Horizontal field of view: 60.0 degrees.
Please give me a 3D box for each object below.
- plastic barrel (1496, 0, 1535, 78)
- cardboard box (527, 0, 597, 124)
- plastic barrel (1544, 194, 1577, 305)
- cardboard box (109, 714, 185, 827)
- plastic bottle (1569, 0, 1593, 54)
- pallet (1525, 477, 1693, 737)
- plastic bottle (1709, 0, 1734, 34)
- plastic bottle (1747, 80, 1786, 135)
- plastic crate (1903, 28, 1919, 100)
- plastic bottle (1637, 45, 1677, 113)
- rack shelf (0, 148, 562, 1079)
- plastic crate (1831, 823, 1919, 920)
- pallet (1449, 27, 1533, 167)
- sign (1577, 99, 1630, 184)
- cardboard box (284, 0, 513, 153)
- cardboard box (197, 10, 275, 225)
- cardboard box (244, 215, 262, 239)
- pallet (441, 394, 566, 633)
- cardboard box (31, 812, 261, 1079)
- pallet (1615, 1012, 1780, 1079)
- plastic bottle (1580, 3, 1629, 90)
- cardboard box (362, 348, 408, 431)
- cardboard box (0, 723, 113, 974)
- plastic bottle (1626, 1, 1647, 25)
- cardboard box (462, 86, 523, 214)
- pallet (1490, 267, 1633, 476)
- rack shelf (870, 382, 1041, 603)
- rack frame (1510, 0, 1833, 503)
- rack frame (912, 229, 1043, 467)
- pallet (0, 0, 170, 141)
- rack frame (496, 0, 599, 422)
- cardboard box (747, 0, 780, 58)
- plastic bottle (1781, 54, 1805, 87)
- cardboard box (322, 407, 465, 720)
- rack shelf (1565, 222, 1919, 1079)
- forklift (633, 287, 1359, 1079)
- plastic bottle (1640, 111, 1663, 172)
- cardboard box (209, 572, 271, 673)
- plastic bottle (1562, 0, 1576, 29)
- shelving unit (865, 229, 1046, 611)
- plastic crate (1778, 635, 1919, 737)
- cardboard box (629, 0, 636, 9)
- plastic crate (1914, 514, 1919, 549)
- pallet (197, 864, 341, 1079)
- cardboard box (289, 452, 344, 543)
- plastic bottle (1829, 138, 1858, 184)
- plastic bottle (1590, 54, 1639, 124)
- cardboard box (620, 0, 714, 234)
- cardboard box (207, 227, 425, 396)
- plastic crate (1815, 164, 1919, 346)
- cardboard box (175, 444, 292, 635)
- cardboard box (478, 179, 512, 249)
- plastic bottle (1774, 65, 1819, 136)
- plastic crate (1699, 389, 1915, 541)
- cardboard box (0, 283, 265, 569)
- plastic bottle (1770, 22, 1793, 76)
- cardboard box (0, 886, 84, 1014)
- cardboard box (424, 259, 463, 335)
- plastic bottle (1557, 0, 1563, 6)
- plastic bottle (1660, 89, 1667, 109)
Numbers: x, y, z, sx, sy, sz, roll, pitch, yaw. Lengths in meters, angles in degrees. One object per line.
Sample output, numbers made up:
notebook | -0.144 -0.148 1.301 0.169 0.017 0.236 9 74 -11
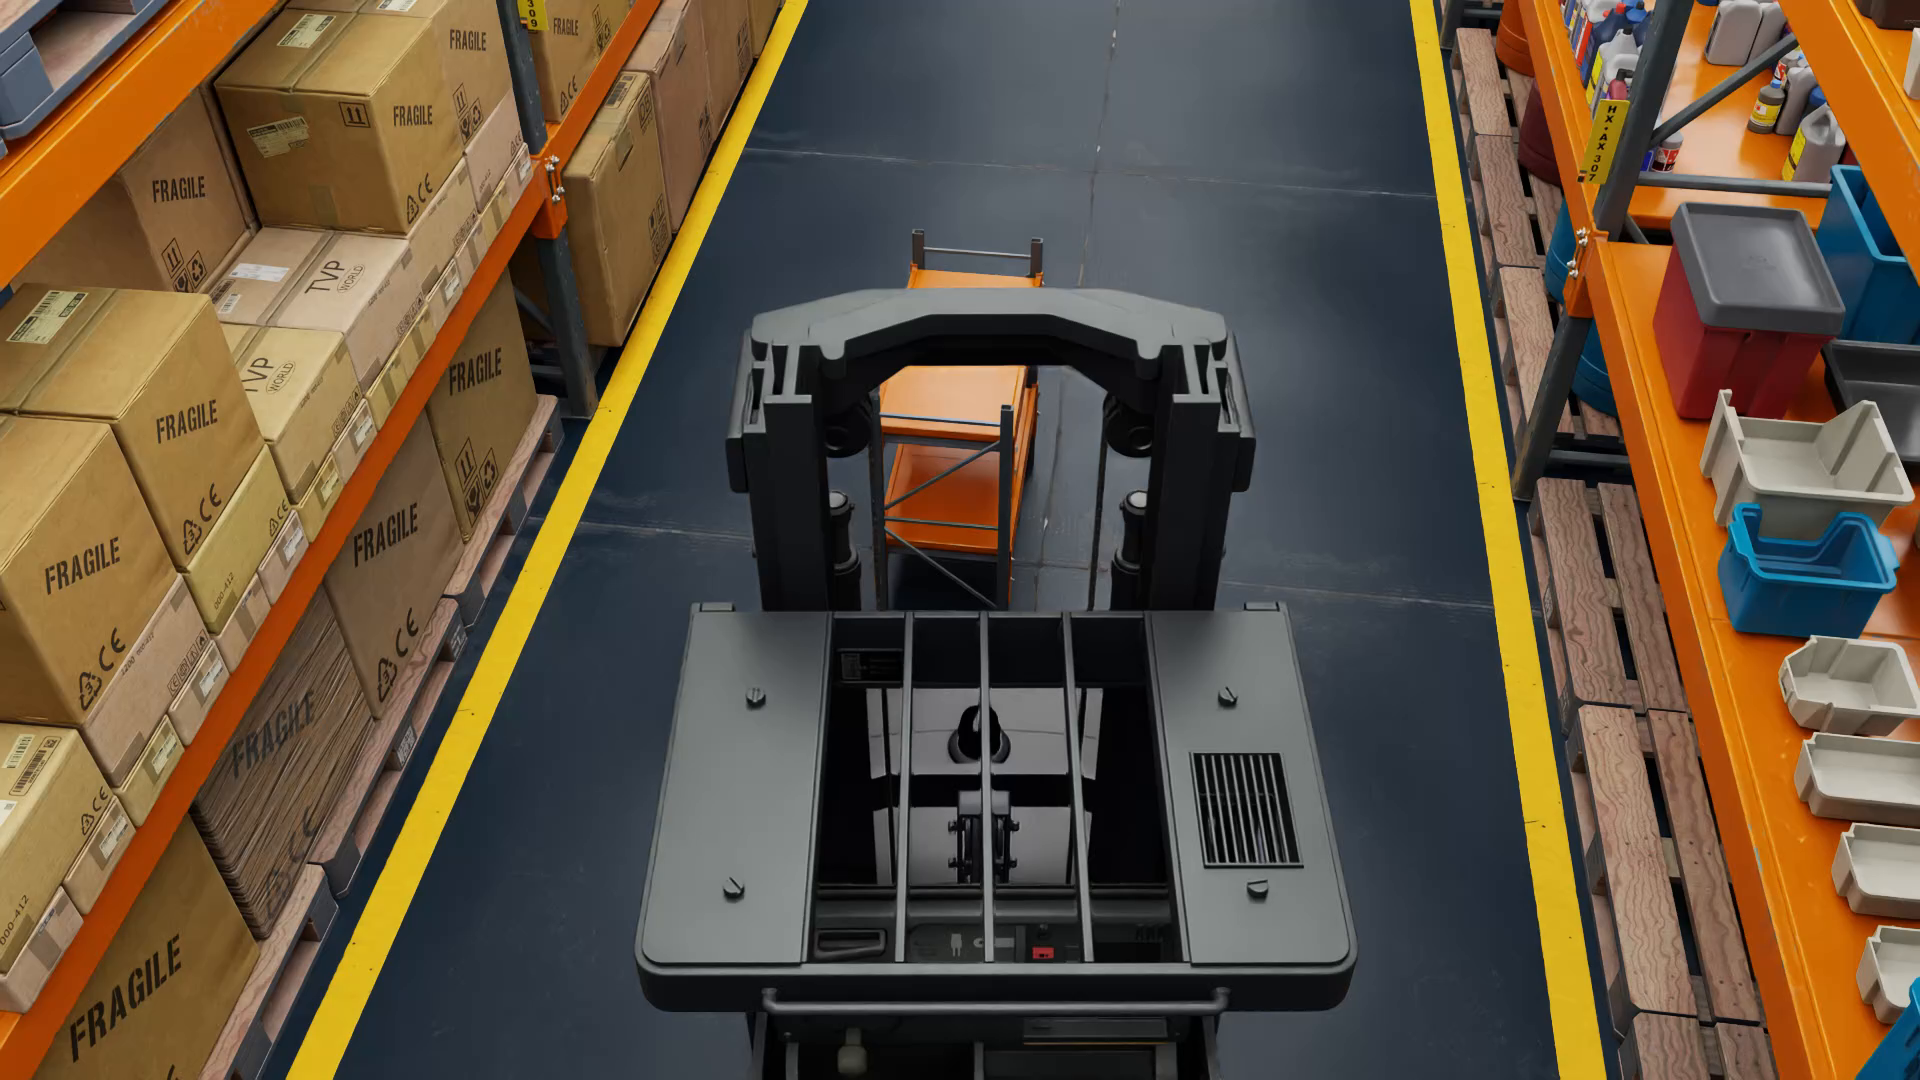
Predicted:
plastic barrel | 3.285 -3.001 9.011 0.600 0.830 0.708 5 44 6
cardboard box | -1.797 -2.023 6.632 0.500 0.500 0.500 5 44 6
plastic barrel | 2.986 -1.488 7.360 0.600 0.901 0.708 5 44 6
cardboard box | -2.194 0.560 4.159 0.380 0.149 0.250 4 44 5
plastic bottle | 2.668 -2.183 6.964 0.152 0.276 0.135 5 44 6
pallet | 2.745 0.272 6.309 1.003 0.211 1.213 5 44 6
plastic bottle | 3.270 -2.242 7.081 0.097 0.201 0.097 0 43 0
plastic bottle | 3.165 -1.702 6.511 0.097 0.201 0.097 0 43 0
plastic crate | 2.302 -0.944 3.575 0.437 0.136 0.530 5 44 6
plastic bottle | 2.744 -1.871 6.580 0.144 0.351 0.185 5 44 6
rack shelf | -2.370 -0.071 5.167 1.077 0.370 4.000 5 44 6
plastic crate | 2.256 0.786 3.886 0.396 0.136 0.243 5 44 6
pallet | 3.270 -2.418 9.150 1.003 0.211 1.213 5 44 6
sign | 2.259 -1.397 5.843 0.100 0.325 0.005 5 44 6
cardboard box | -1.901 -1.684 5.694 0.500 0.500 0.500 6 44 7
cardboard box | -2.495 -1.383 5.377 0.500 0.500 0.500 5 44 6
cardboard box | -2.498 -1.114 5.638 0.500 0.250 0.500 5 44 5
pallet | -2.284 -0.172 6.778 1.003 0.211 1.213 5 44 6
cardboard box | -2.629 1.206 4.535 0.875 0.875 0.875 5 44 6
pallet | 2.422 1.935 4.553 1.003 0.211 1.213 5 44 6
plastic bottle | 2.625 -2.010 6.727 0.144 0.351 0.185 5 44 6
cardboard box | -1.991 -0.491 5.270 0.380 0.149 0.250 5 44 5
cardboard box | -2.303 0.674 3.749 0.500 0.250 0.500 4 44 4
plastic bottle | 2.777 -2.091 6.870 0.097 0.271 0.097 0 43 0
cardboard box | -1.904 -1.424 5.965 0.500 0.250 0.500 4 44 5
pallet | 2.947 -0.755 7.394 1.003 0.211 1.213 5 44 6
rack shelf | -0.001 -0.226 6.527 0.538 0.278 1.000 5 44 6
rack frame | 2.804 -1.245 5.884 1.000 3.000 0.127 5 44 6
rack frame | 0.066 -0.750 6.724 0.500 1.125 0.032 5 44 6
pallet | -2.388 -1.367 3.895 1.003 0.211 1.213 5 44 6
rack frame | -2.106 -1.696 6.359 1.000 3.000 0.127 5 44 6
cardboard box | -1.689 -3.334 9.330 1.225 0.875 0.875 3 44 4
plastic bottle | 3.346 -1.846 6.663 0.097 0.201 0.097 0 43 0
cardboard box | -2.391 -0.021 5.830 0.875 0.875 0.875 5 44 6
rack shelf | 2.539 0.379 4.692 1.077 0.370 4.000 5 44 6
forklift | 0.054 1.067 3.491 1.130 2.935 3.031 0 43 0
plastic bottle | 2.535 -1.498 6.241 0.152 0.276 0.135 5 44 6
cardboard box | -2.127 0.209 4.530 0.380 0.149 0.250 4 44 5
plastic bottle | 2.699 -2.341 7.131 0.152 0.276 0.135 5 44 6
shelving unit | -0.001 -0.404 6.358 0.538 1.125 1.048 5 44 6
plastic crate | 2.289 0.391 4.304 0.298 0.136 0.250 5 44 6
cardboard box | -1.665 -2.706 7.354 0.500 0.500 0.500 4 44 5
plastic crate | 2.872 0.043 4.671 0.293 0.136 0.466 5 44 6
pallet | -2.606 1.491 5.022 1.003 0.211 1.213 5 44 6
cardboard box | -2.058 -0.139 4.898 0.380 0.149 0.250 4 44 4
plastic bottle | 3.275 -1.414 6.147 0.061 0.283 0.133 5 44 6
plastic bottle | 2.584 -1.747 6.504 0.152 0.276 0.135 5 44 6
cardboard box | -1.924 -2.124 8.051 1.225 0.875 0.875 4 44 4
cardboard box | -2.037 -0.724 5.225 0.500 0.250 0.500 6 44 6
plastic crate | 3.080 -0.912 5.500 0.392 0.384 0.575 5 44 6
cardboard box | -2.171 -0.023 4.485 0.500 0.250 0.500 4 44 4
cardboard box | -1.855 -1.191 6.009 0.380 0.149 0.250 6 44 6
plastic bottle | 3.291 -1.731 6.486 0.152 0.276 0.135 5 44 6
plastic crate | 2.419 -0.200 4.822 0.437 0.282 0.530 5 44 6
cardboard box | -2.175 -0.292 4.224 0.500 0.500 0.500 4 44 4
plastic bottle | 3.393 -2.019 6.786 0.061 0.283 0.133 5 44 6
cardboard box | -2.260 0.910 3.790 0.380 0.149 0.250 6 44 6
cardboard box | -1.923 -0.841 5.639 0.380 0.149 0.250 6 44 6
plastic bottle | 2.684 -2.505 7.299 0.061 0.283 0.133 5 44 6
plastic bottle | 2.710 -1.722 6.531 0.097 0.201 0.097 0 43 0
